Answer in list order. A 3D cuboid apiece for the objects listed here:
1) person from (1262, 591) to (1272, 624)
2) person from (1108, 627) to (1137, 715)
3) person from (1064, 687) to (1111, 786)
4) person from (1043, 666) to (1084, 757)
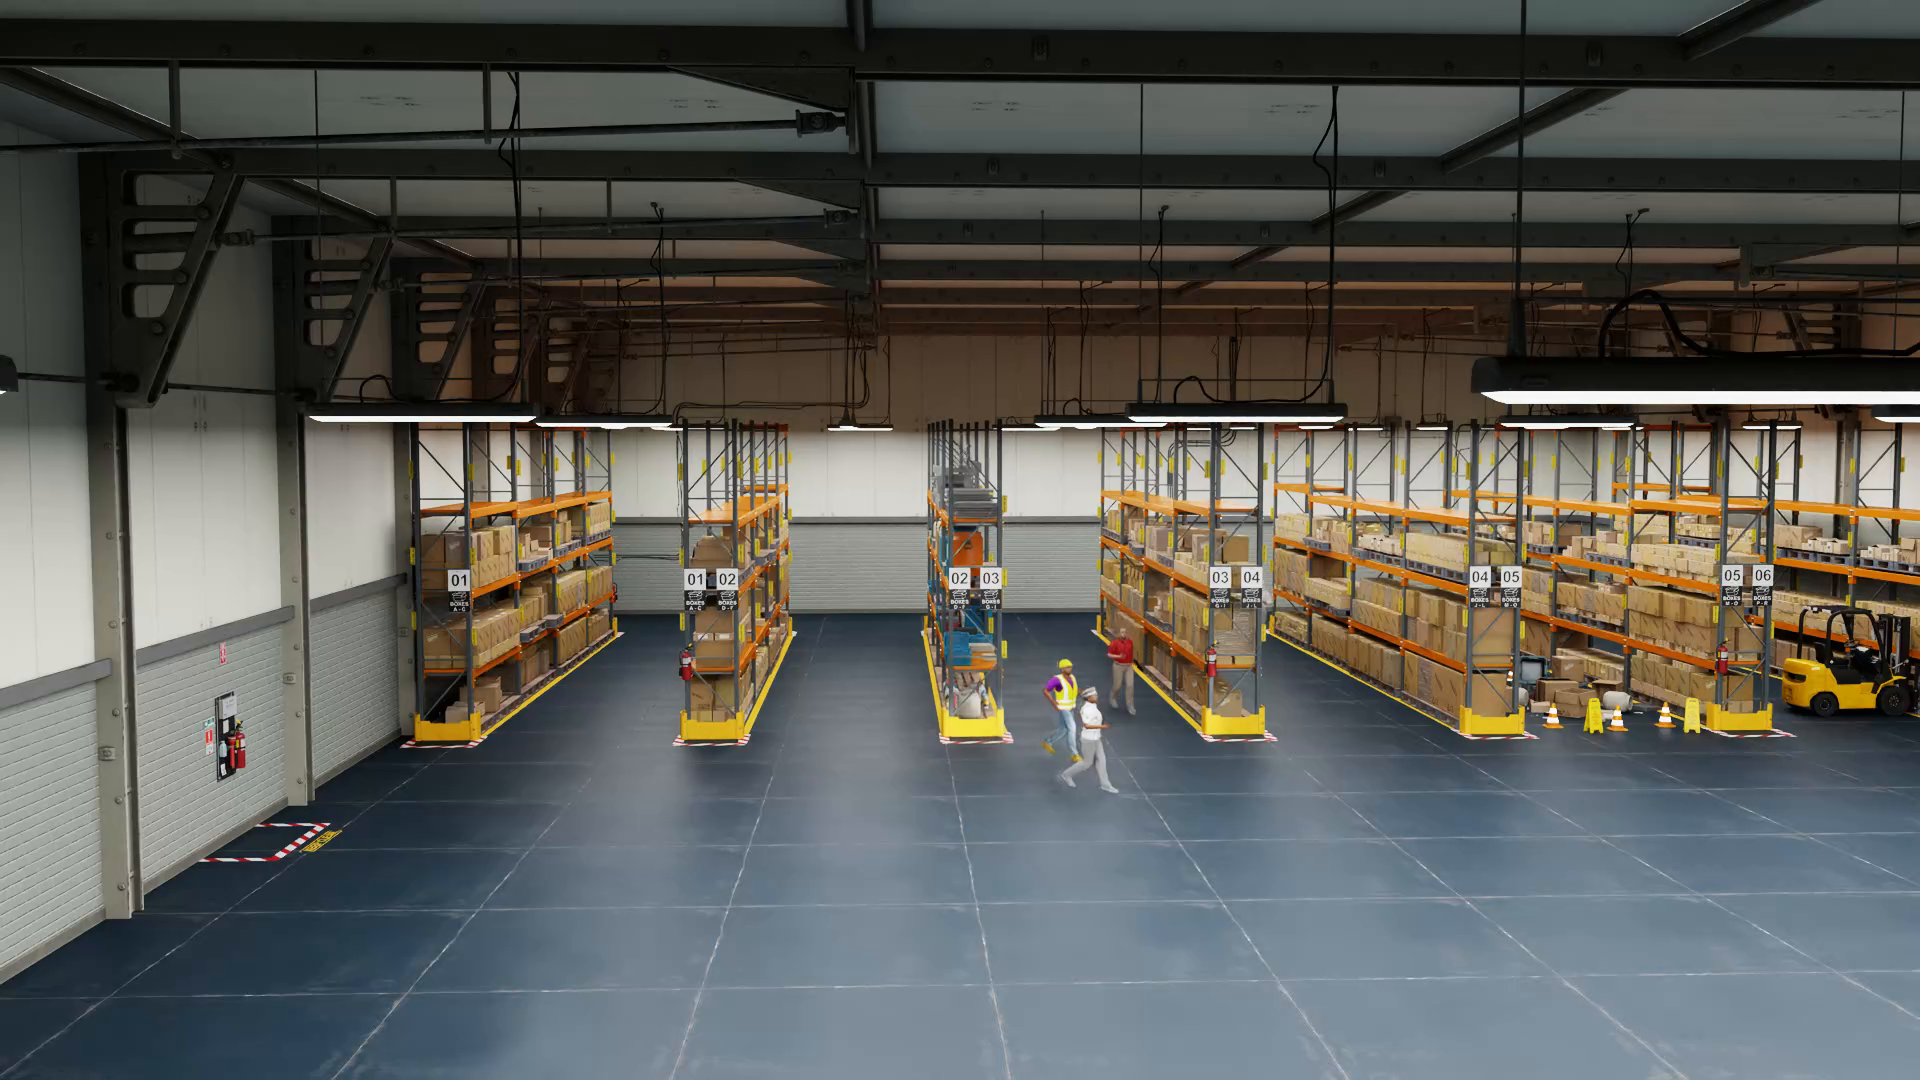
[{"bbox_3d":[7.951,2.002,44.193,0.679,1.817,0.974,0,4,2],"label":"person"},{"bbox_3d":[3.334,2.656,34.127,0.659,1.738,0.967,-1,4,-18],"label":"person"},{"bbox_3d":[2.040,3.119,26.434,0.770,1.605,0.579,1,4,18],"label":"person"},{"bbox_3d":[1.799,2.938,29.171,0.775,1.649,0.681,3,4,36],"label":"person"}]
